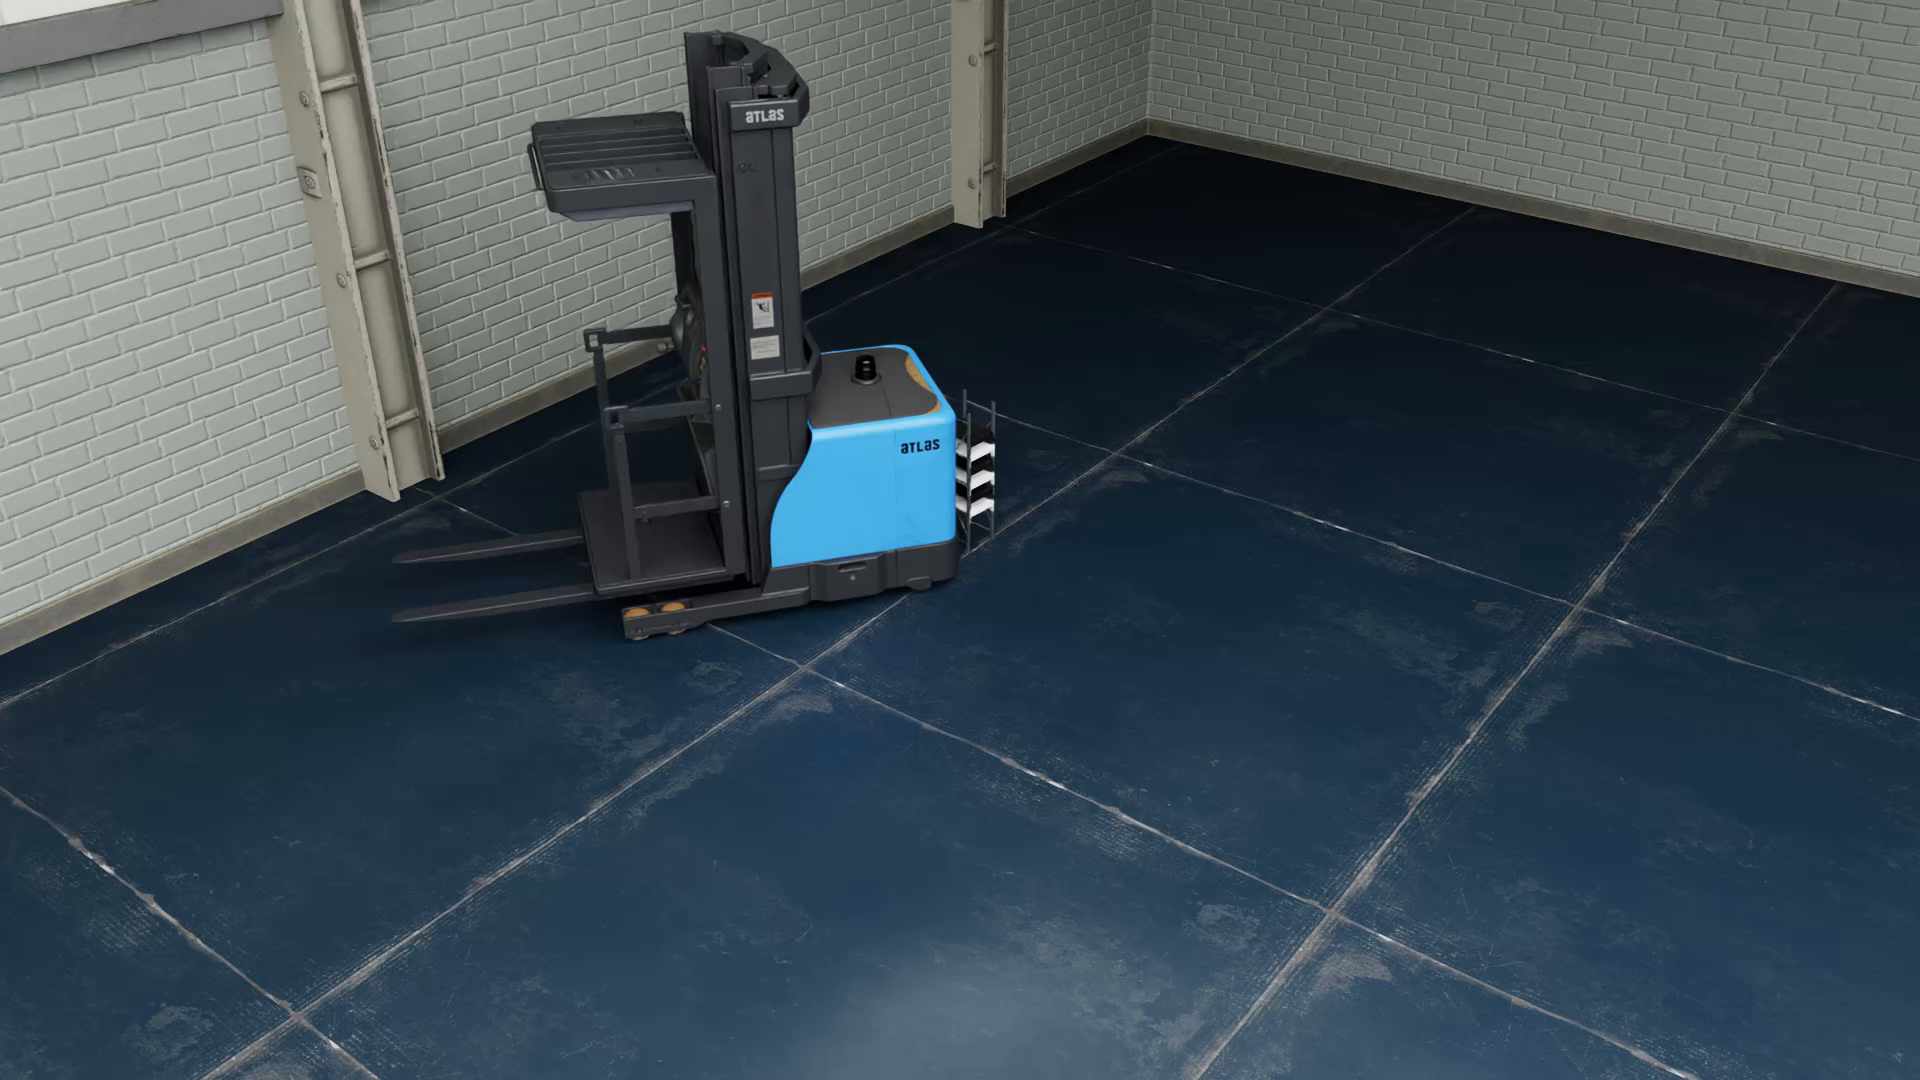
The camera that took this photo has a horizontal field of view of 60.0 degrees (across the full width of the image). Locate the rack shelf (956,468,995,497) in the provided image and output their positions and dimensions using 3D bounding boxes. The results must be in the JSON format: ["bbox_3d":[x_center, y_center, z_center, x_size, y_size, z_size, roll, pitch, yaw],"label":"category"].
[{"bbox_3d":[0.037,-0.358,9.537,0.258,0.077,0.200,26,39,36],"label":"rack shelf"}]

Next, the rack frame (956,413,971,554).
[{"bbox_3d":[-0.032,-0.349,9.456,0.240,0.900,0.006,26,39,36],"label":"rack frame"}]

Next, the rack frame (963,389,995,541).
[{"bbox_3d":[0.107,-0.425,9.583,0.240,0.900,0.006,26,39,36],"label":"rack frame"}]

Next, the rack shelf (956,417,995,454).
[{"bbox_3d":[0.038,-0.590,9.399,0.258,0.077,0.200,26,39,36],"label":"rack shelf"}]

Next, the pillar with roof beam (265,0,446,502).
[{"bbox_3d":[-0.026,-2.905,5.825,9.100,9.000,0.400,21,37,31],"label":"pillar with roof beam"}]

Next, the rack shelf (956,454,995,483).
[{"bbox_3d":[0.038,-0.436,9.491,0.258,0.077,0.200,26,39,36],"label":"rack shelf"}]

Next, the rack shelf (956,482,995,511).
[{"bbox_3d":[0.037,-0.281,9.583,0.258,0.077,0.200,26,39,36],"label":"rack shelf"}]

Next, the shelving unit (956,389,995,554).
[{"bbox_3d":[0.038,-0.387,9.520,0.258,0.900,0.210,26,39,36],"label":"shelving unit"}]

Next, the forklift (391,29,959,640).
[{"bbox_3d":[-1.584,-1.030,8.613,3.031,2.935,1.130,-9,32,-14],"label":"forklift"}]

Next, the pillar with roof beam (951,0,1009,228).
[{"bbox_3d":[3.596,-5.344,9.940,9.100,9.000,0.400,21,37,31],"label":"pillar with roof beam"}]

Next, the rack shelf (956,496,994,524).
[{"bbox_3d":[0.037,-0.204,9.629,0.258,0.077,0.200,26,39,36],"label":"rack shelf"}]

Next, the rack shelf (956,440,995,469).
[{"bbox_3d":[0.038,-0.513,9.445,0.258,0.077,0.200,26,39,36],"label":"rack shelf"}]
